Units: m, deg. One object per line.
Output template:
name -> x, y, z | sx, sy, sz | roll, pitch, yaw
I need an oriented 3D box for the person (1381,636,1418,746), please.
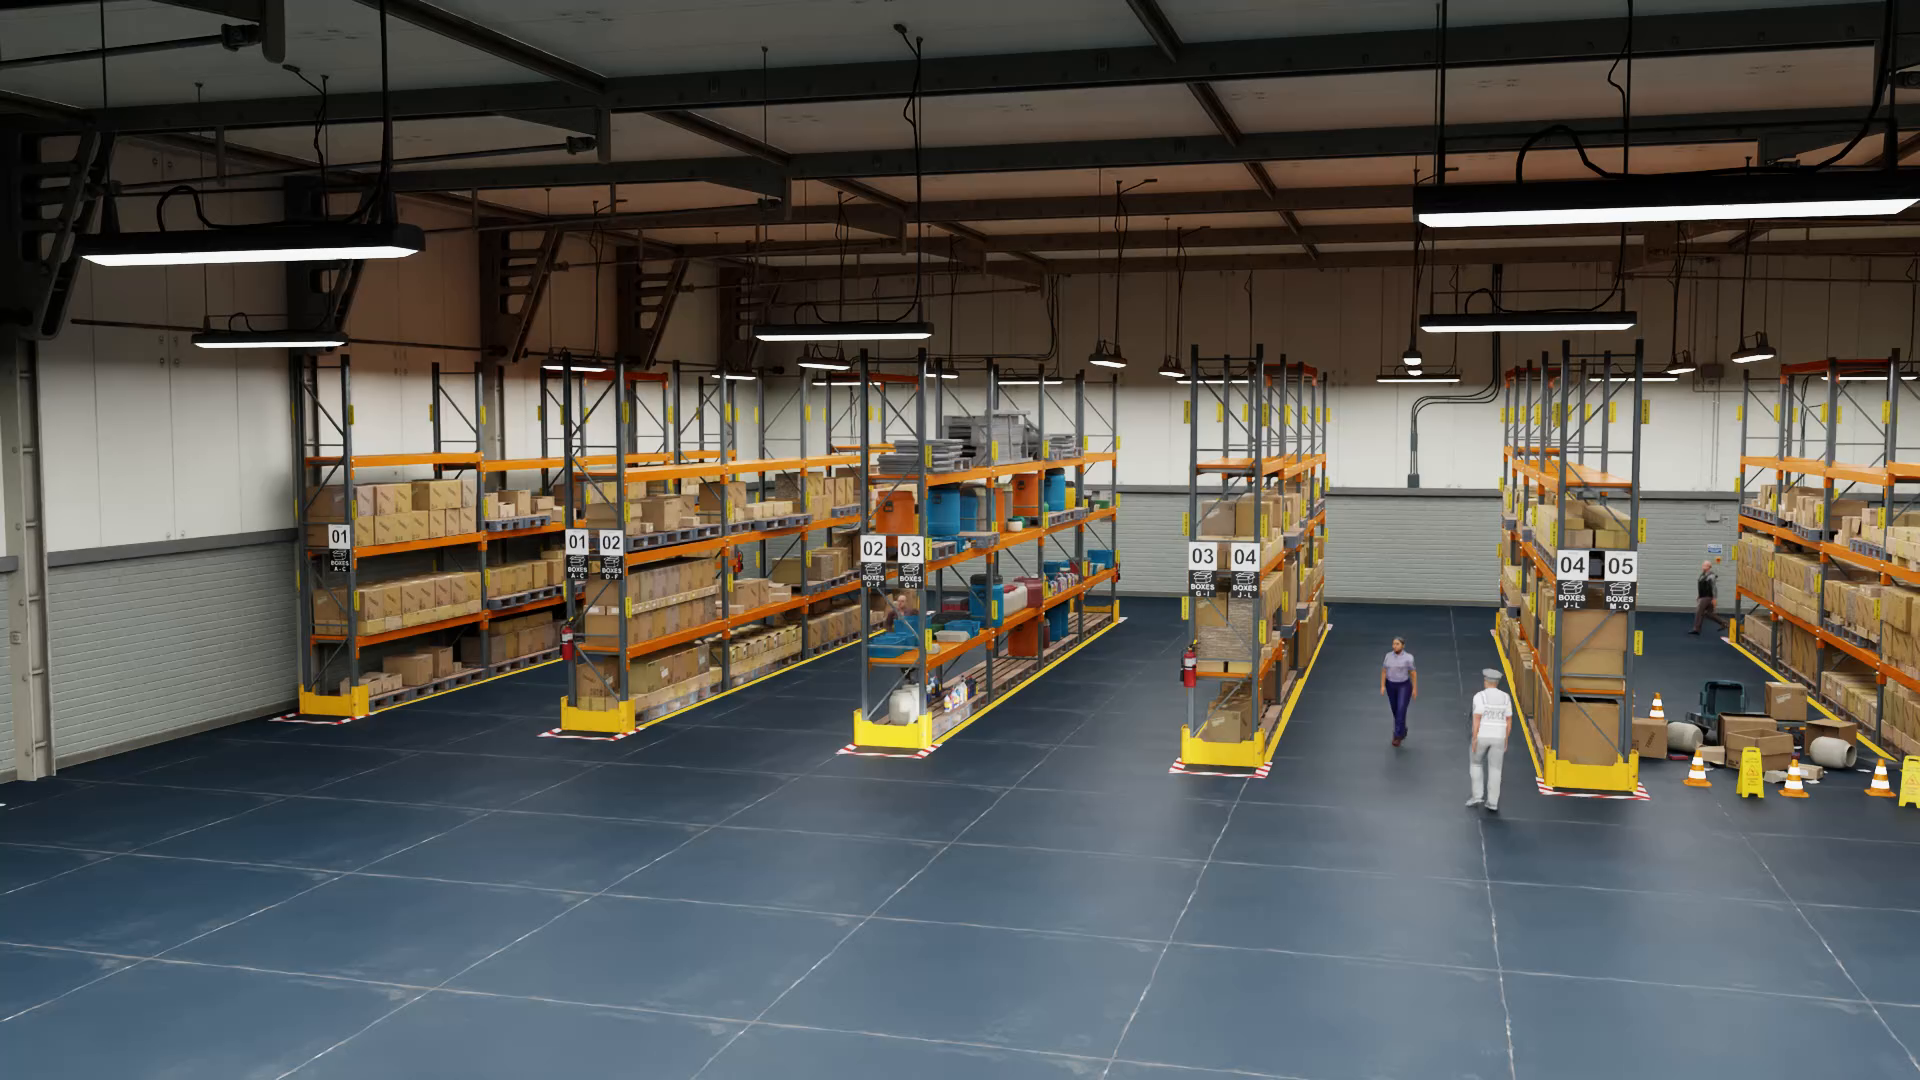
person -> 6.661, 2.369, 25.369 | 0.531, 1.421, 0.885 | 4, 6, 44

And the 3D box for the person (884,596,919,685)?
person -> -1.023, 1.858, 30.801 | 0.715, 1.692, 0.674 | 2, 5, 25

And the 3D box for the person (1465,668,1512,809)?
person -> 6.763, 2.573, 21.187 | 0.544, 1.815, 0.599 | 1, 4, 8

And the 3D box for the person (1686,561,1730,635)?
person -> 17.044, 1.319, 37.836 | 0.964, 1.689, 0.532 | 1, 4, 14
